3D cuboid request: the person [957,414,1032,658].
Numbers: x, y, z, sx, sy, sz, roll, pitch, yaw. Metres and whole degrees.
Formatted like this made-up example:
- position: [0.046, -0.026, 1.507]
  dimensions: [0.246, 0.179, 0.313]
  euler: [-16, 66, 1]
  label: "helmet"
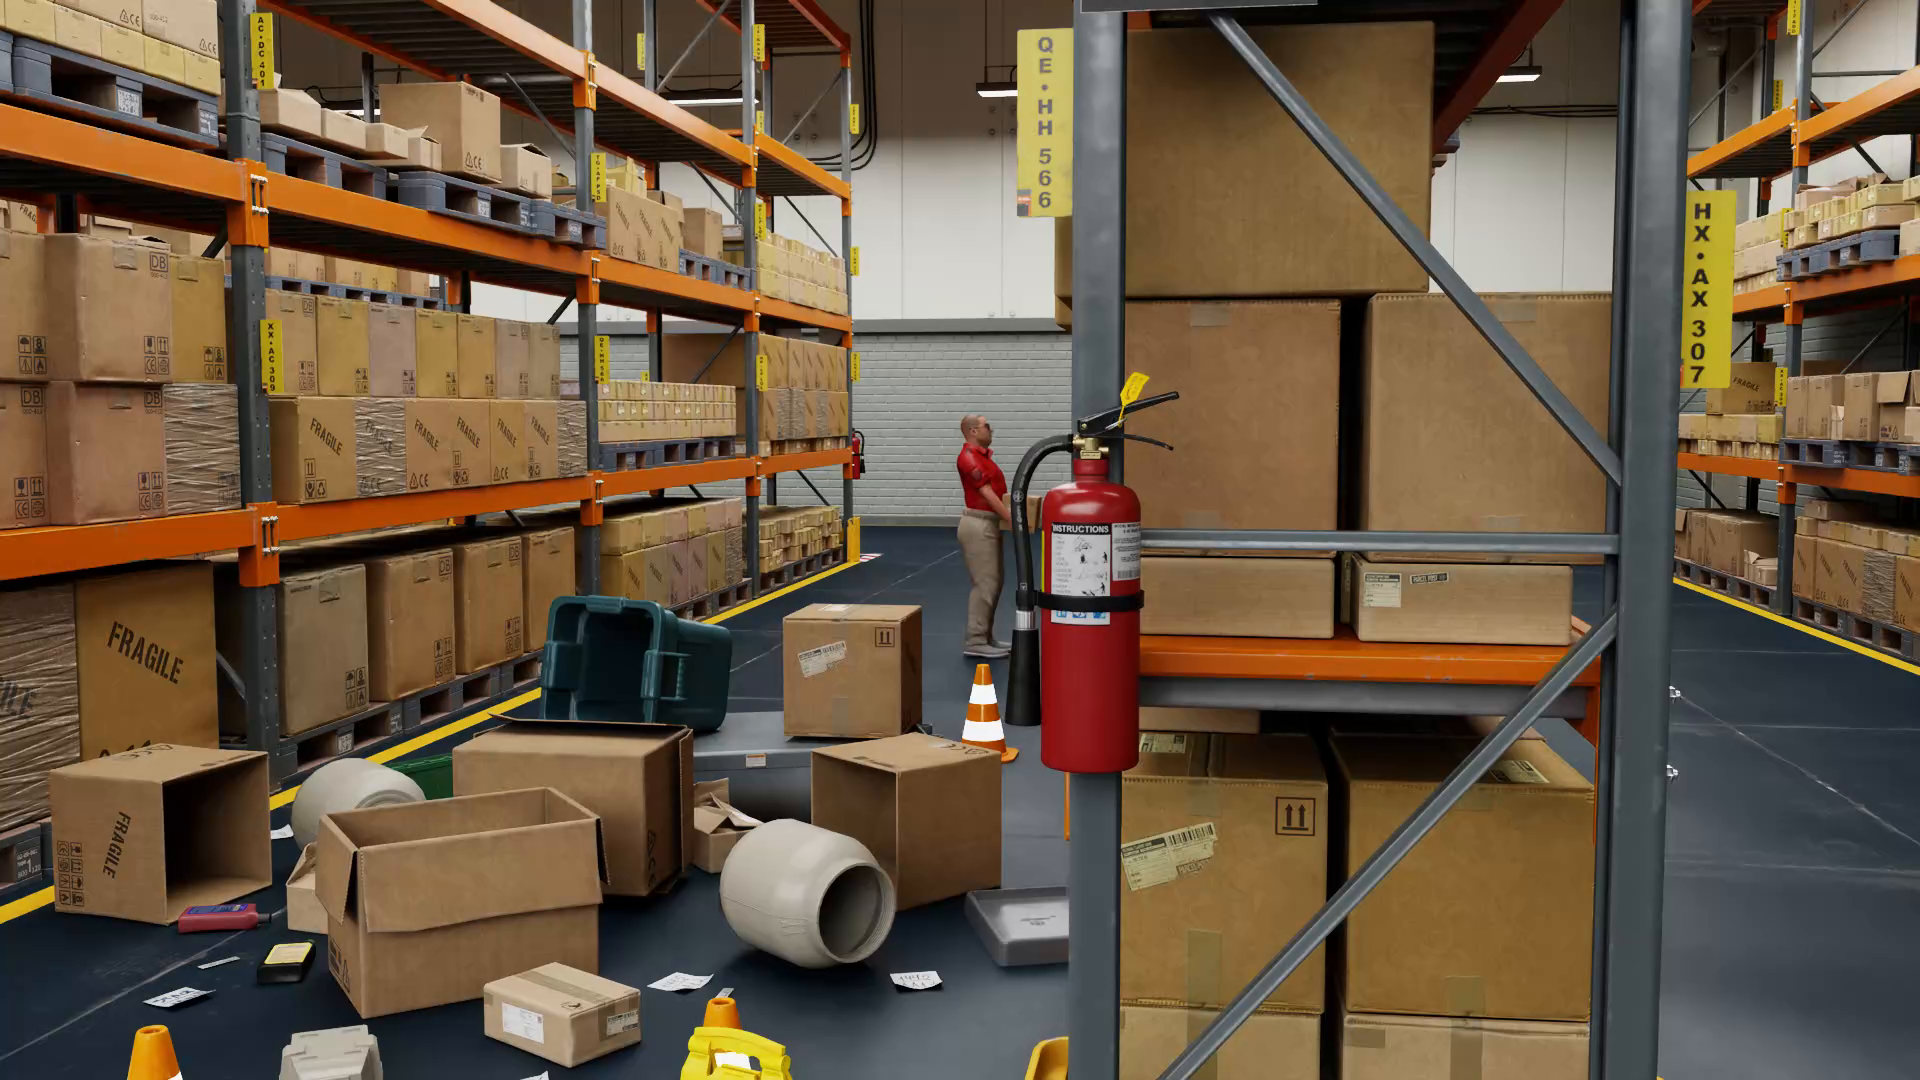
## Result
- position: [0.260, -0.039, 11.819]
  dimensions: [0.537, 1.712, 0.493]
  euler: [1, 4, 9]
  label: "person"
